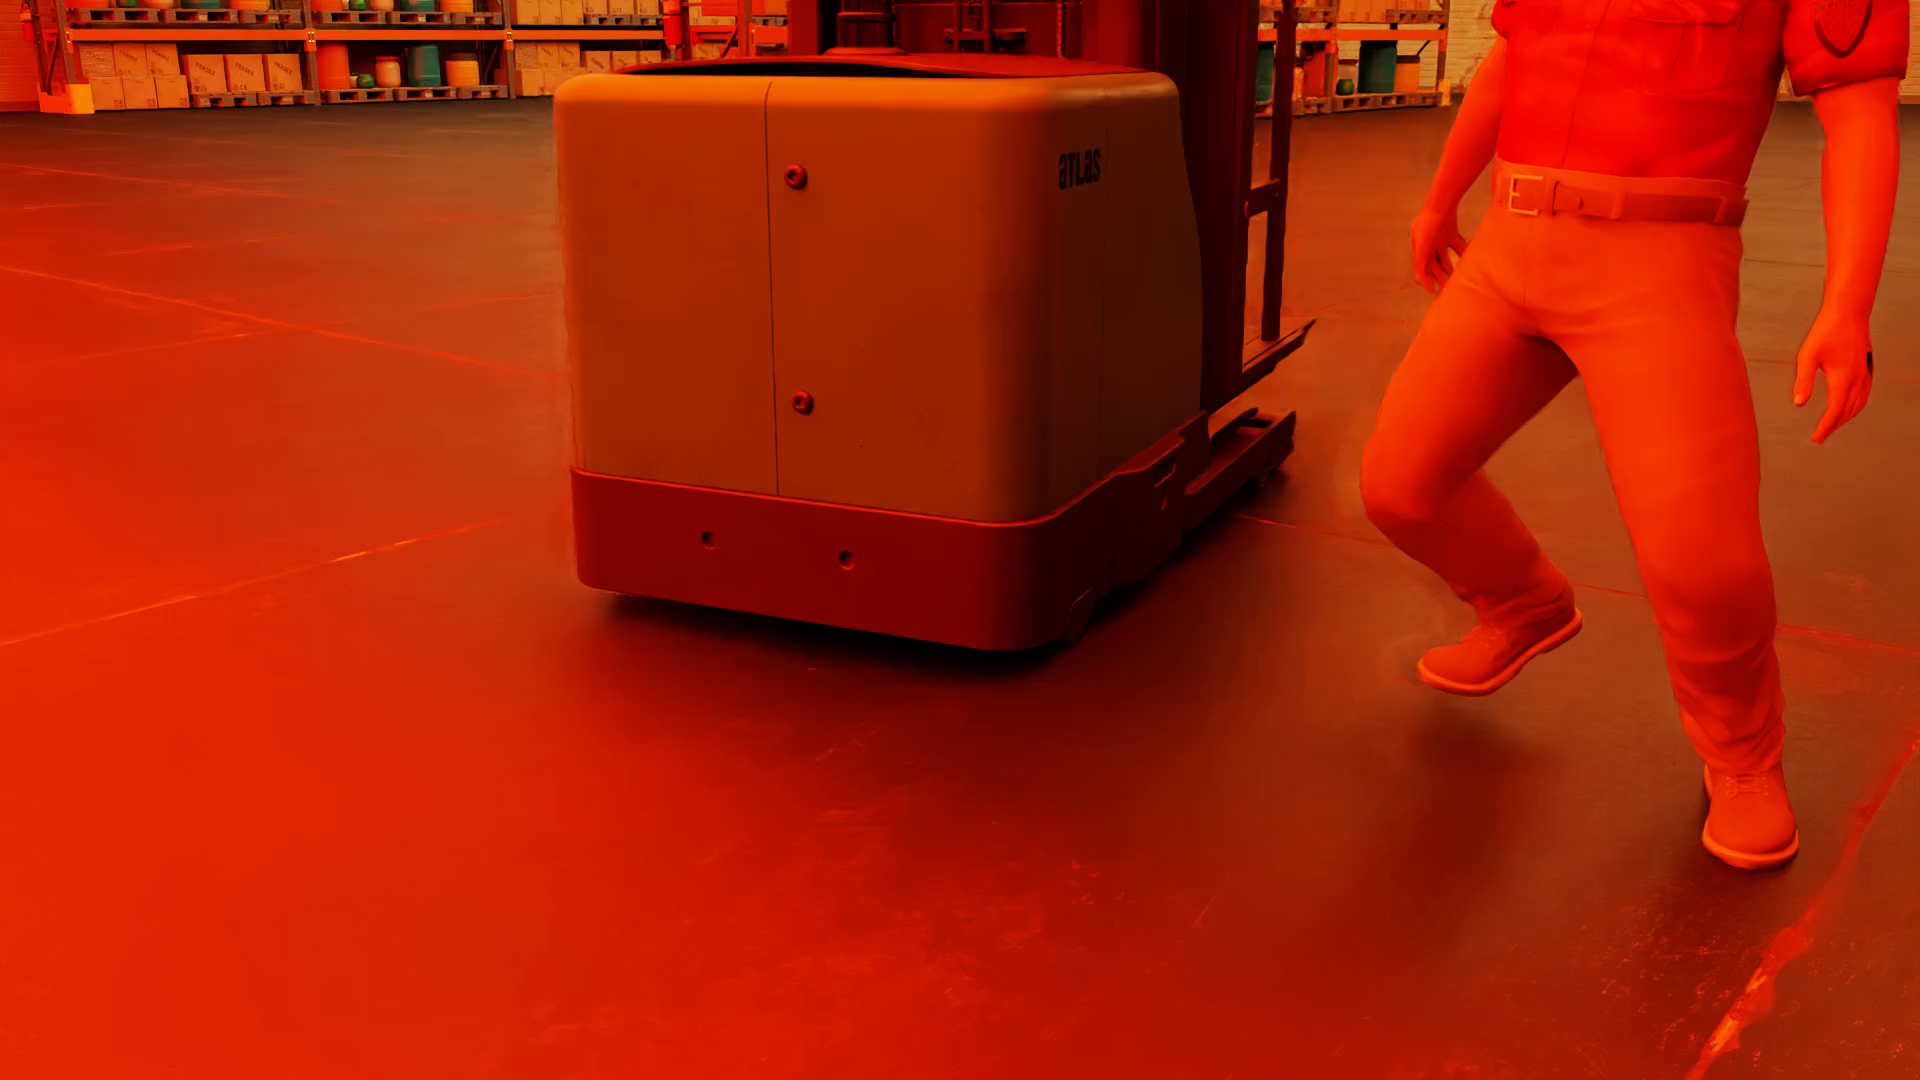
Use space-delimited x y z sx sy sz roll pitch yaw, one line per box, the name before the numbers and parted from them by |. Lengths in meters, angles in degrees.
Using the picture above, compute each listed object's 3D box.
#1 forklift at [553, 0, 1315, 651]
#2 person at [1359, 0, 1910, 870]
forklift | 0.275 -1.584 4.114 1.130 2.935 3.031 7 18 23
person | 0.984 -0.419 2.526 0.506 1.647 0.910 -10 19 -29
